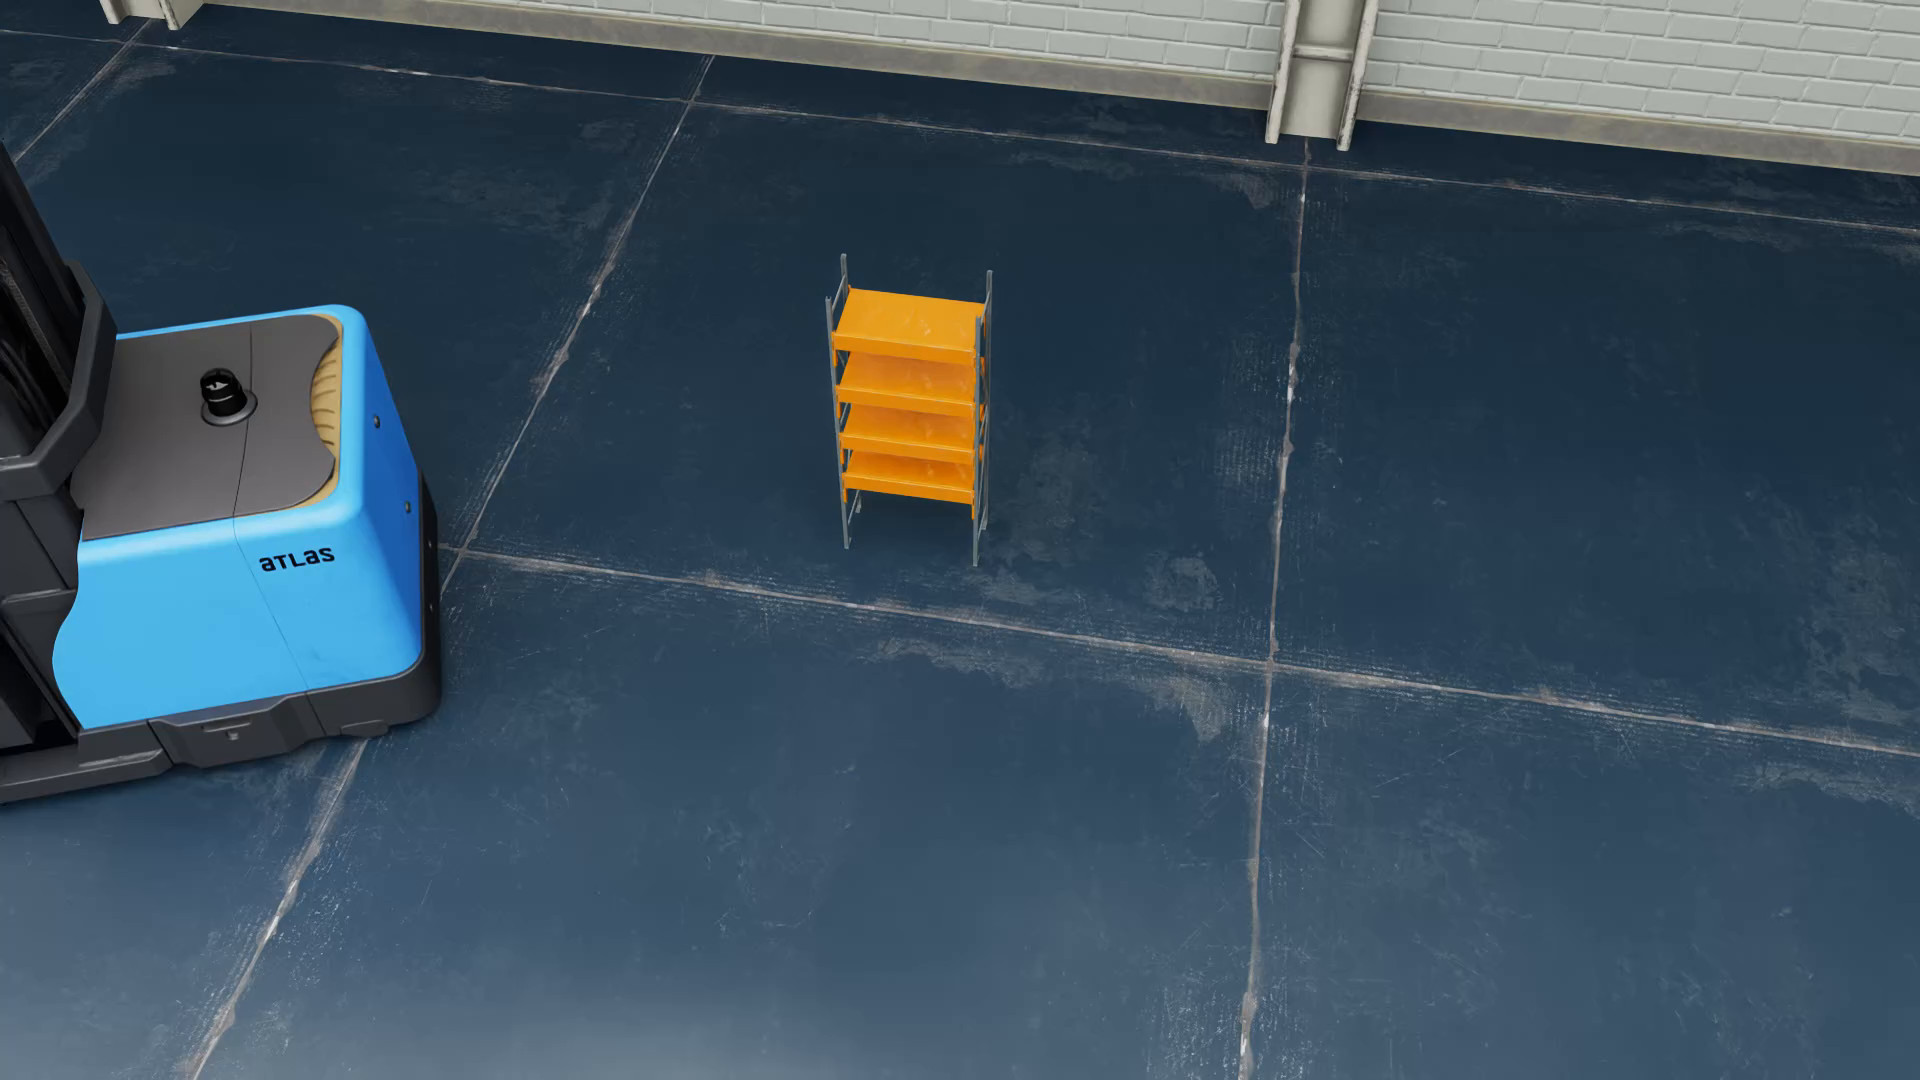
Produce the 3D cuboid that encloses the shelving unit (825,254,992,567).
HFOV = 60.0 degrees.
[{"bbox_3d":[-0.163,-0.423,5.823,0.503,1.200,0.258,8,49,7],"label":"shelving unit"}]

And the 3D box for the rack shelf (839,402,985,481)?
[{"bbox_3d":[-0.163,-0.378,5.873,0.480,0.148,0.258,8,49,7],"label":"rack shelf"}]

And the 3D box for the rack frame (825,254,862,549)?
[{"bbox_3d":[-0.403,-0.455,5.852,0.015,1.200,0.240,8,49,7],"label":"rack frame"}]

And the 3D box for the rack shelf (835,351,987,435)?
[{"bbox_3d":[-0.163,-0.527,5.707,0.480,0.148,0.258,8,49,7],"label":"rack shelf"}]

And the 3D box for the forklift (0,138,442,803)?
[{"bbox_3d":[-3.343,-0.464,4.696,3.031,2.935,1.130,-10,49,-9],"label":"forklift"}]

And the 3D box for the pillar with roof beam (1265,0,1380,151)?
[{"bbox_3d":[0.917,-1.846,1.859,0.400,9.000,9.100,8,49,7],"label":"pillar with roof beam"}]

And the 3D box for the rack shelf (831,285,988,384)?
[{"bbox_3d":[-0.163,-0.686,5.531,0.480,0.148,0.258,8,49,7],"label":"rack shelf"}]

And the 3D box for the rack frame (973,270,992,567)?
[{"bbox_3d":[0.077,-0.391,5.794,0.015,1.200,0.240,8,49,7],"label":"rack frame"}]

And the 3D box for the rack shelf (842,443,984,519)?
[{"bbox_3d":[-0.163,-0.245,6.021,0.480,0.148,0.258,8,49,7],"label":"rack shelf"}]
